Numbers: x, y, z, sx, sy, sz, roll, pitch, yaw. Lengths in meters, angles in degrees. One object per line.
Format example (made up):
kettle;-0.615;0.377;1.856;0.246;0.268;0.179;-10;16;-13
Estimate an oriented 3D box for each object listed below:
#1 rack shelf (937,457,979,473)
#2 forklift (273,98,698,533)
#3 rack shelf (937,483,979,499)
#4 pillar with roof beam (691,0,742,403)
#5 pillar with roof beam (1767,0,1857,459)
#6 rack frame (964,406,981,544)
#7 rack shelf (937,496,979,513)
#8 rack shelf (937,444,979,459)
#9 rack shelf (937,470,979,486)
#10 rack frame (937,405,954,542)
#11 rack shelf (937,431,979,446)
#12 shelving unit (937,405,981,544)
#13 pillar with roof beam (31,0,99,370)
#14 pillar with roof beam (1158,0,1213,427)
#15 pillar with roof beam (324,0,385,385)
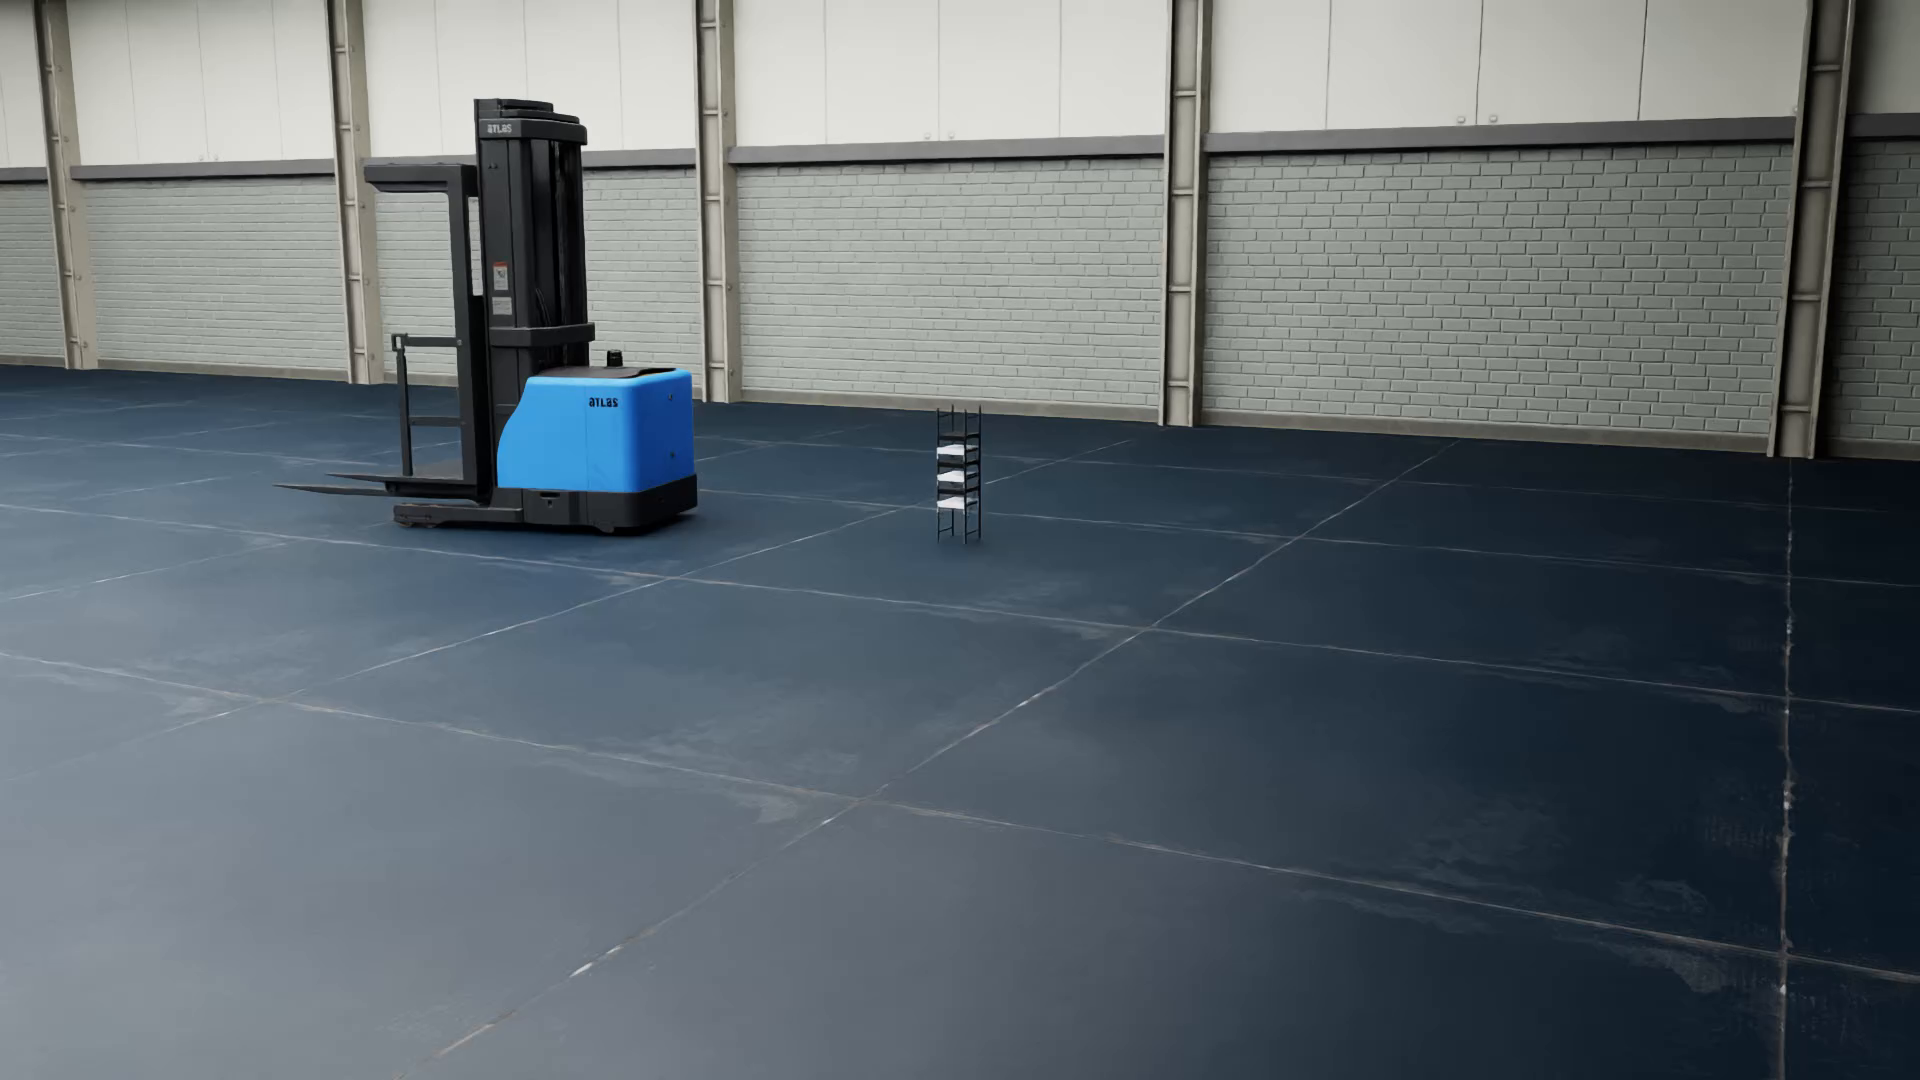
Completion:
rack shelf;-0.007;-0.499;11.144;0.200;0.077;0.258;5;11;26
forklift;-3.501;-1.613;11.915;3.031;2.935;1.130;3;11;15
rack shelf;-0.007;-0.322;11.176;0.200;0.077;0.258;5;11;26
pillar with roof beam;-4.878;-5.476;16.217;0.400;9.000;9.100;5;11;26
pillar with roof beam;5.883;-4.530;10.992;0.400;9.000;9.100;5;11;26
rack frame;0.084;-0.435;11.109;0.006;0.900;0.240;5;11;26
rack shelf;-0.007;-0.234;11.192;0.200;0.077;0.258;5;11;26
rack shelf;-0.007;-0.588;11.127;0.200;0.077;0.258;5;11;26
rack shelf;-0.007;-0.411;11.160;0.200;0.077;0.258;5;11;26
rack frame;-0.098;-0.451;11.198;0.006;0.900;0.240;5;11;26
rack shelf;-0.007;-0.676;11.111;0.200;0.077;0.258;5;11;26
shelving unit;-0.007;-0.443;11.154;0.210;0.900;0.258;5;11;26
pillar with roof beam;-15.639;-6.421;21.442;0.400;9.000;9.100;5;11;26
pillar with roof beam;0.503;-5.003;13.604;0.400;9.000;9.100;5;11;26
pillar with roof beam;-10.259;-5.948;18.829;0.400;9.000;9.100;5;11;26
